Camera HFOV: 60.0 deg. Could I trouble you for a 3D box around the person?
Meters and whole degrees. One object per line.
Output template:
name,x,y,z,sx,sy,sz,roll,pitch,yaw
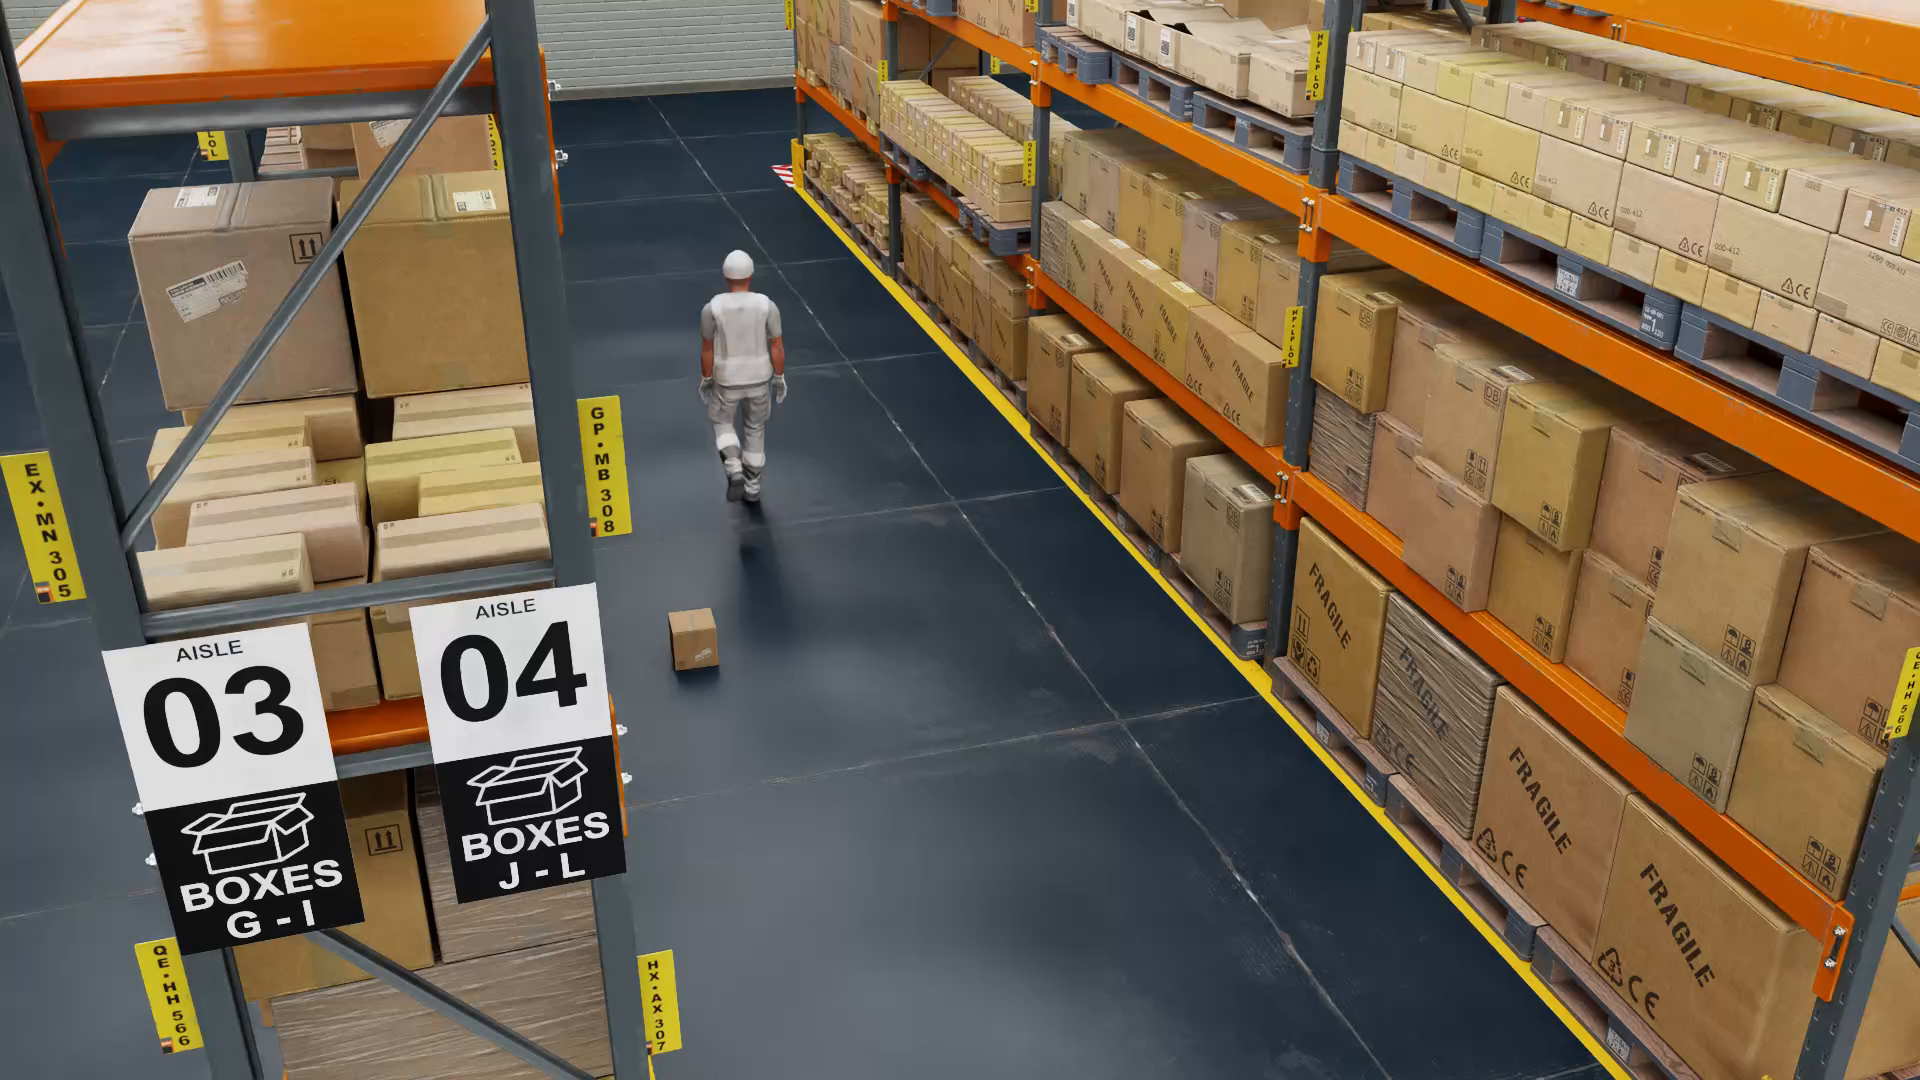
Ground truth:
person,-1.465,-1.070,11.211,0.588,1.781,0.547,-5,27,-10
